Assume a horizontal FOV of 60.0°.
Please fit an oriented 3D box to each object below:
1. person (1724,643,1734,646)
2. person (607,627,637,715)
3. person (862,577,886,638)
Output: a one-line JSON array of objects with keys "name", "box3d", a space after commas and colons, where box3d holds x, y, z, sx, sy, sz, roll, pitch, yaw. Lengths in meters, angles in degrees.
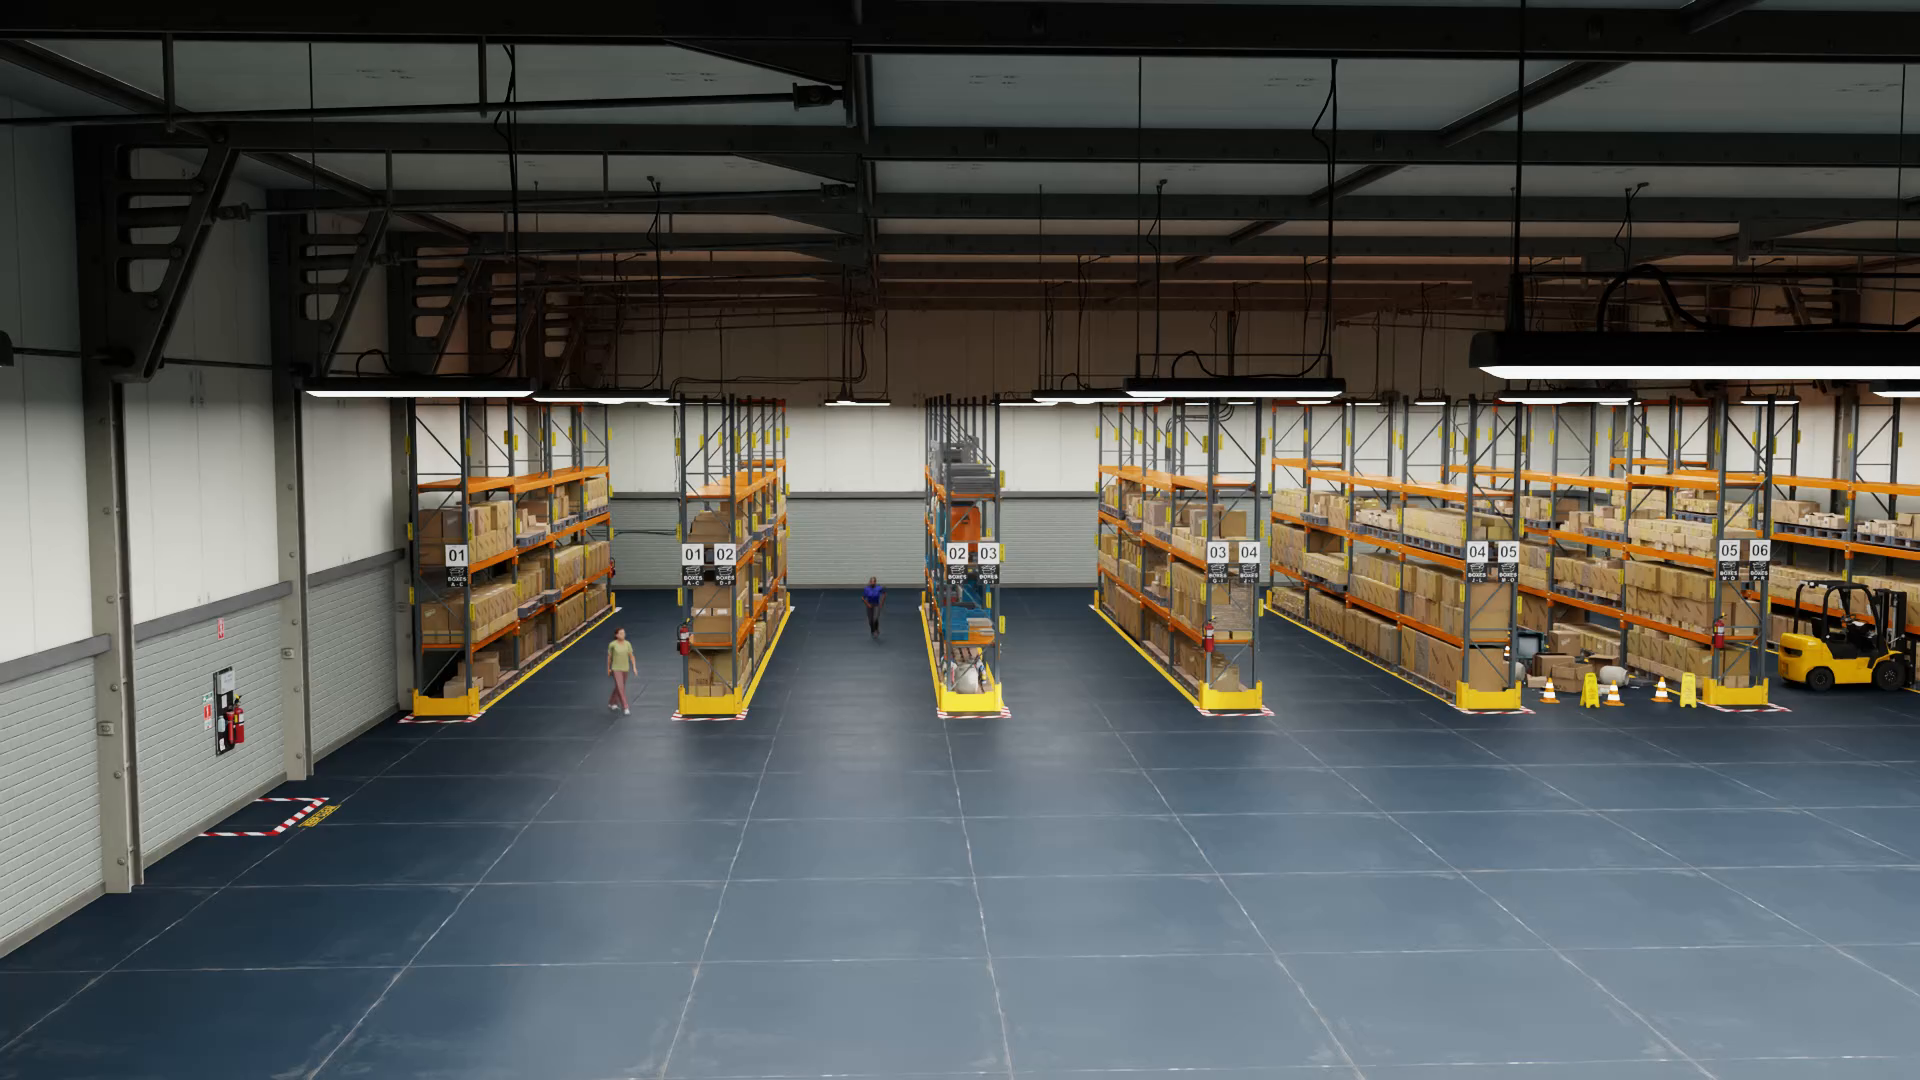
[{"name": "person", "box3d": [16.798, 2.008, 36.228, 0.660, 1.723, 0.746, -2, 5, -19]}, {"name": "person", "box3d": [-6.320, 2.428, 31.189, 0.465, 1.606, 1.051, -4, 6, -38]}, {"name": "person", "box3d": [-2.130, 1.679, 41.330, 0.582, 1.569, 0.740, 1, 5, 7]}]
